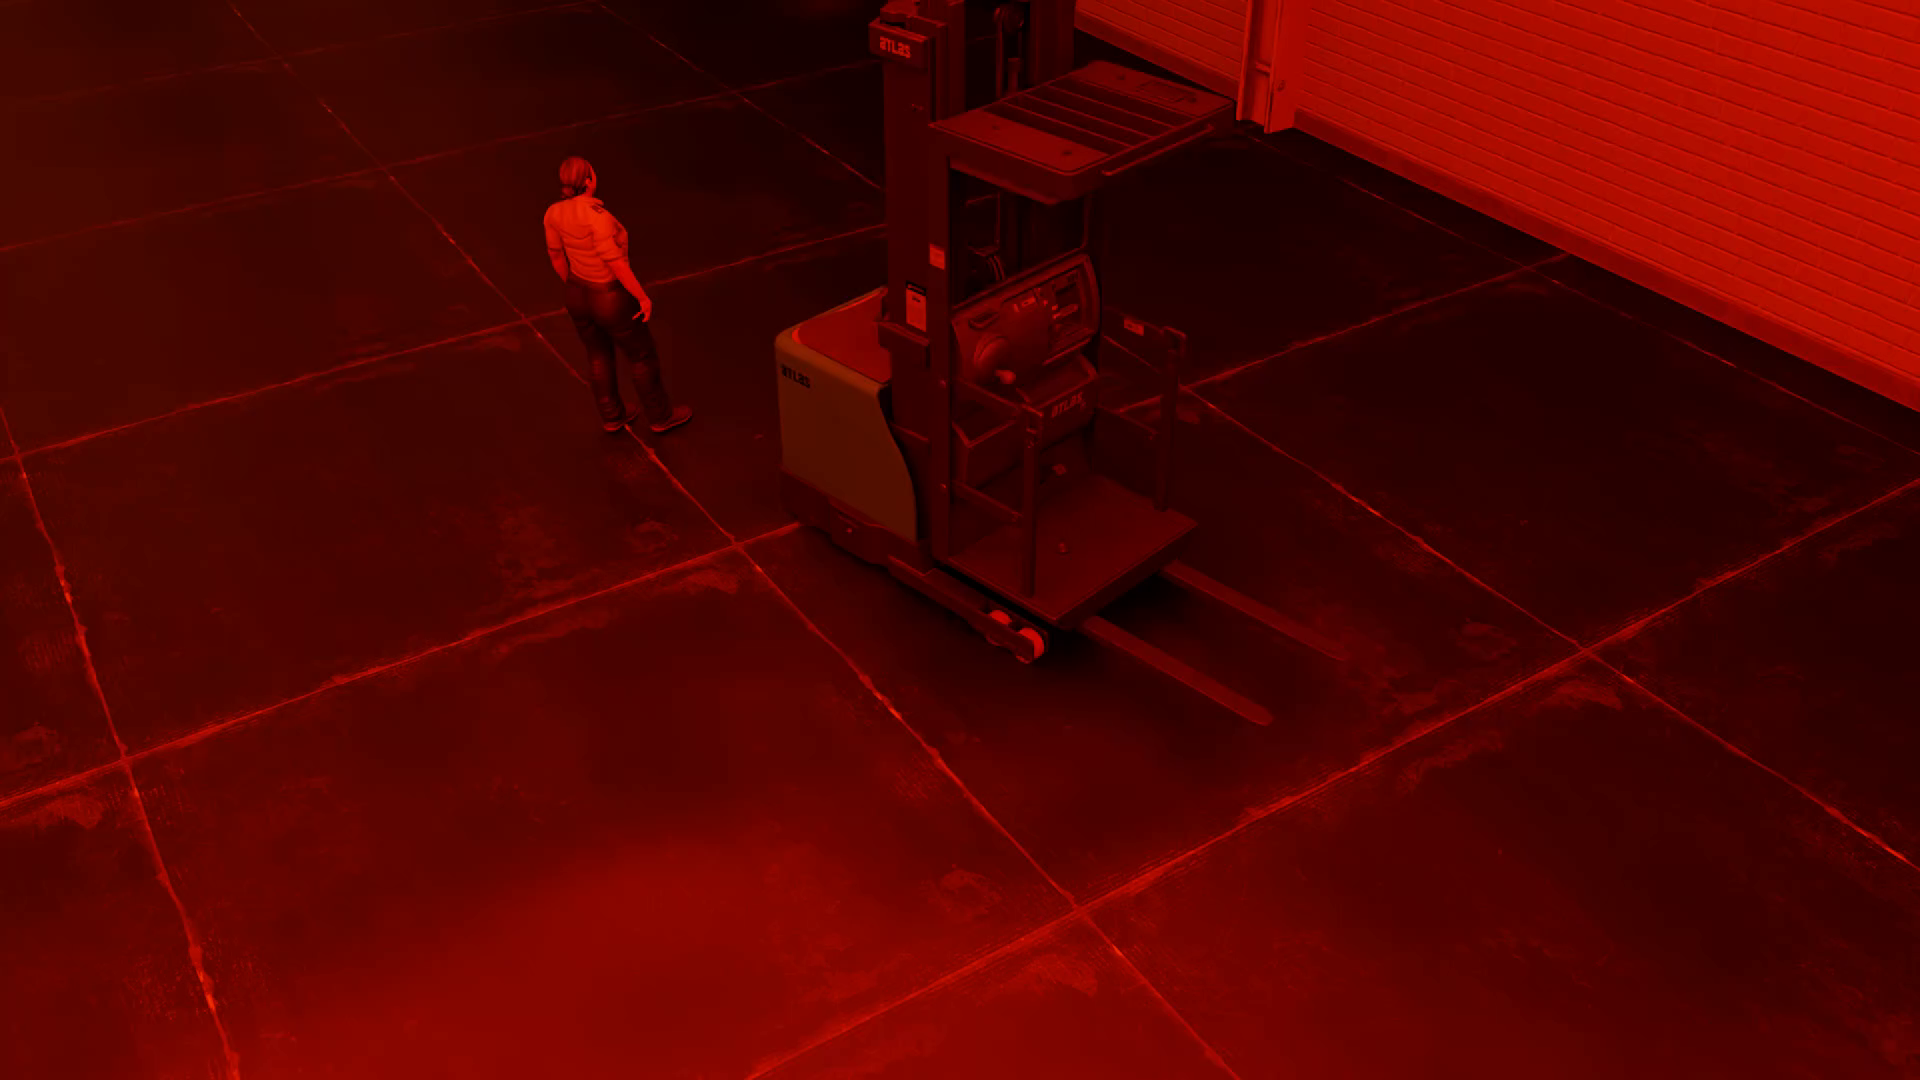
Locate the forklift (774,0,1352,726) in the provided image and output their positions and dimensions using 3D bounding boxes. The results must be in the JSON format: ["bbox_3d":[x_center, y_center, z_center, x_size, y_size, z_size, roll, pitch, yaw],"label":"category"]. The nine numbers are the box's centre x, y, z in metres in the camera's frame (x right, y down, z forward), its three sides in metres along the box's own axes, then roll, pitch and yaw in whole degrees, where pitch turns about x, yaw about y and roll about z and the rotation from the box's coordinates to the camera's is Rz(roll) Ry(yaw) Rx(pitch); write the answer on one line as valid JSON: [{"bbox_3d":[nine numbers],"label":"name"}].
[{"bbox_3d":[0.463,-0.958,7.510,3.031,2.935,1.130,29,44,35],"label":"forklift"}]

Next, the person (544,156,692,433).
[{"bbox_3d":[-1.914,-1.361,9.202,0.587,1.643,0.504,18,39,24],"label":"person"}]
